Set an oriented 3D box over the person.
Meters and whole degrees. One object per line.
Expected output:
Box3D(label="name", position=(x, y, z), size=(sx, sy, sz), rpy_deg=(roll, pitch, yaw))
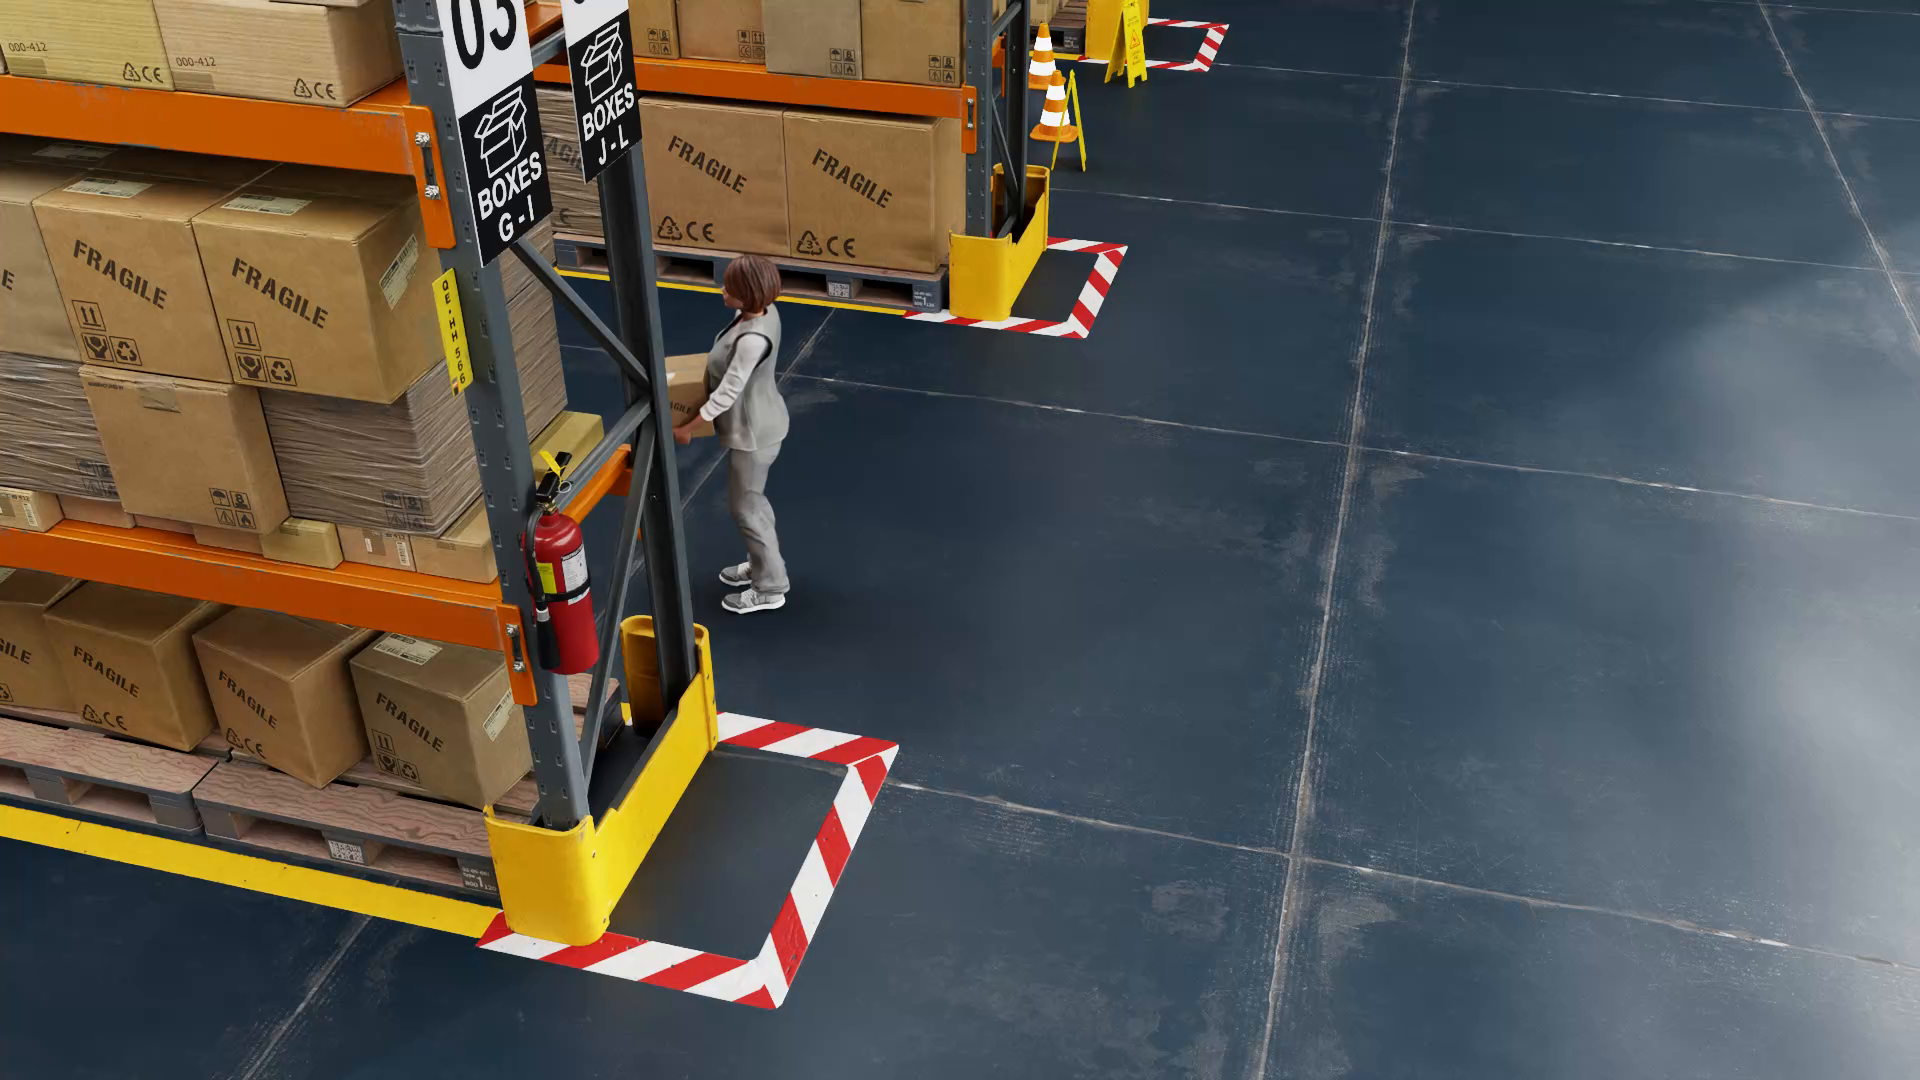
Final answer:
Box3D(label="person", position=(-0.942, -0.431, 6.811), size=(0.495, 1.591, 0.404), rpy_deg=(0, 33, 0))
